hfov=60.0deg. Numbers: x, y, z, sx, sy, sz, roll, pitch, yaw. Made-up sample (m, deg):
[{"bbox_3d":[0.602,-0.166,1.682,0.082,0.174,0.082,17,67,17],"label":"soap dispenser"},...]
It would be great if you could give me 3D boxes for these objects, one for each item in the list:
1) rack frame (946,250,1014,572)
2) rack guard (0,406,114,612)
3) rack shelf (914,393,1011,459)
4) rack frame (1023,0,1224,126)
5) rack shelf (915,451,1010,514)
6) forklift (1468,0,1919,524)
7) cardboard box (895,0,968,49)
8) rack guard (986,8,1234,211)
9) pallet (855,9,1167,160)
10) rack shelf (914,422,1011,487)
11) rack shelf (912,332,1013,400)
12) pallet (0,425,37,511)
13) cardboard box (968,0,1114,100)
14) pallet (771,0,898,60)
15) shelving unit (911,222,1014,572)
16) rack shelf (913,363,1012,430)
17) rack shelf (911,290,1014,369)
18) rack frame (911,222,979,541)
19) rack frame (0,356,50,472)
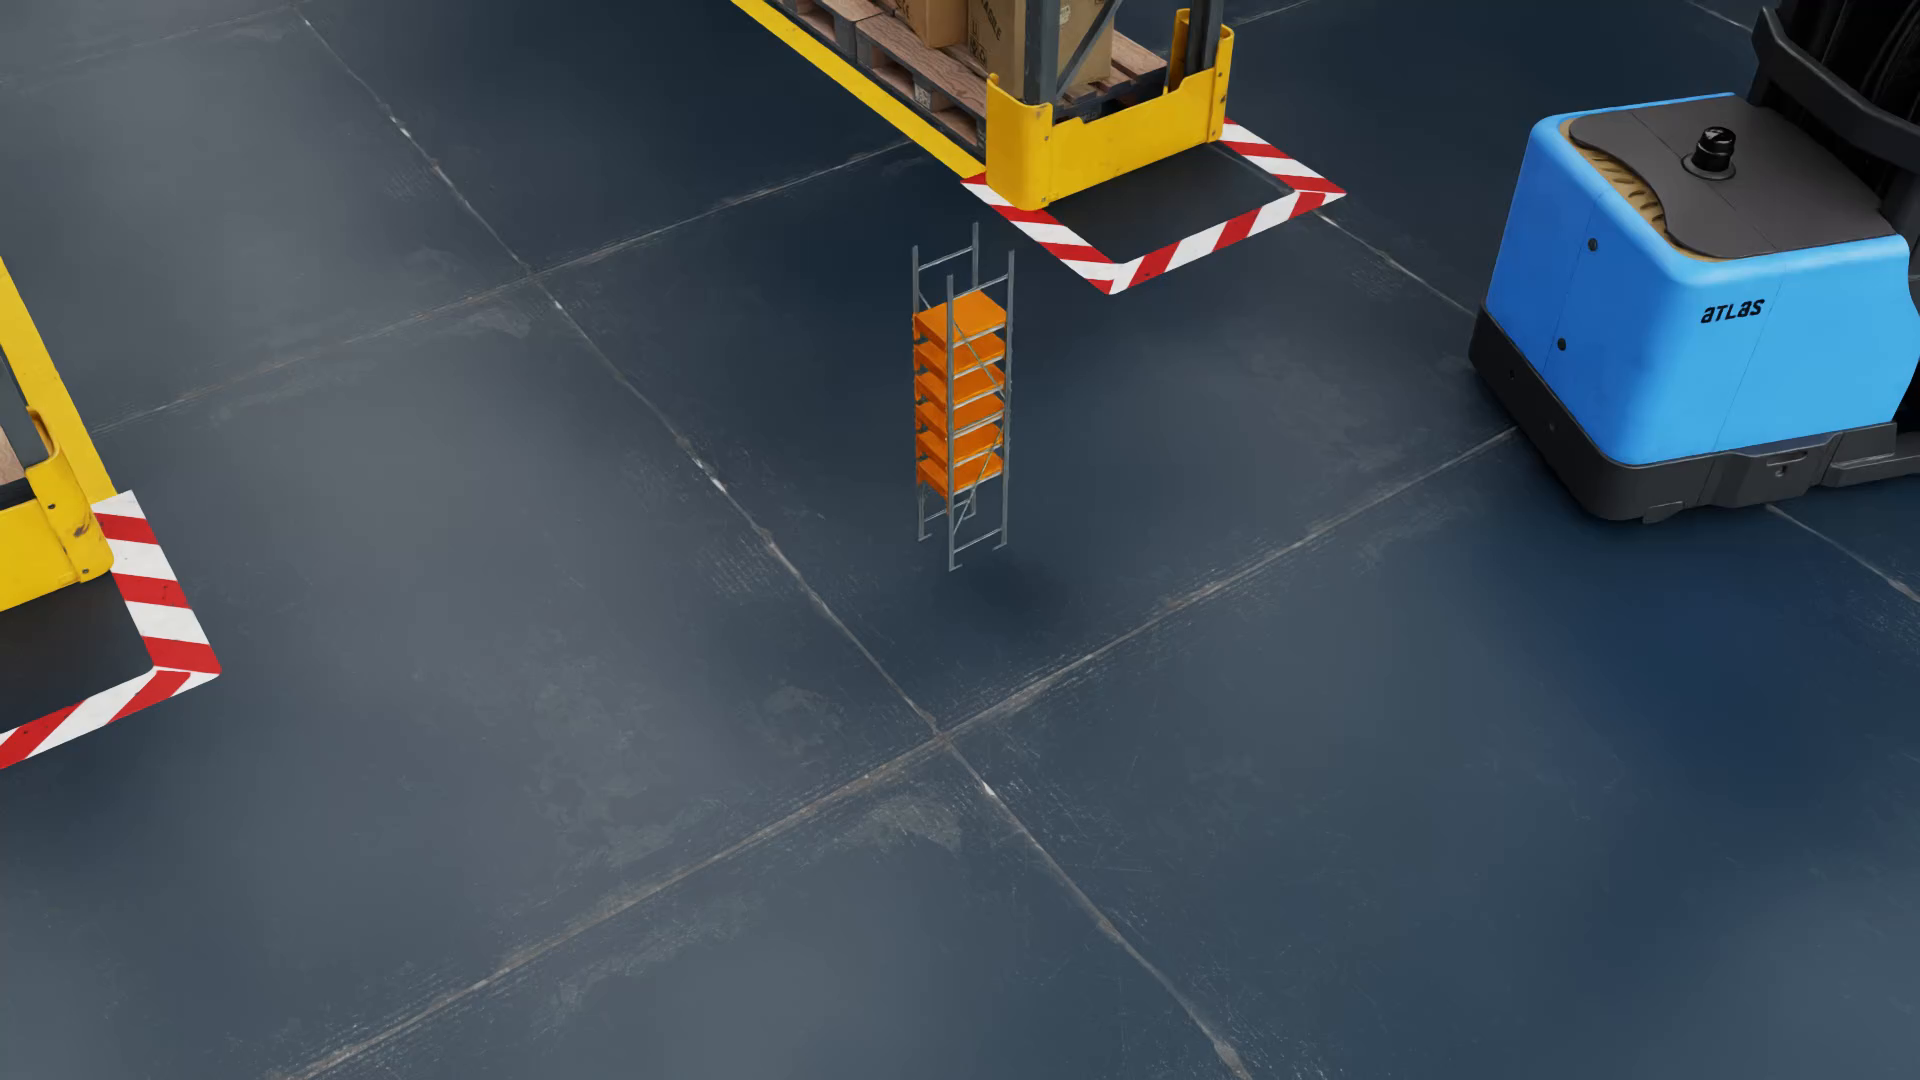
[{"bbox_3d":[0.061,-0.374,5.273,0.240,1.200,0.006,-26,49,-24],"label":"rack frame"},{"bbox_3d":[-3.435,0.049,5.337,1.175,0.500,0.348,-26,49,-24],"label":"rack guard"},{"bbox_3d":[0.008,-0.394,5.358,0.258,0.103,0.180,-26,49,-24],"label":"rack shelf"},{"bbox_3d":[0.709,-2.787,6.497,1.000,3.000,0.127,-26,49,-24],"label":"rack frame"},{"bbox_3d":[0.008,-0.220,5.524,0.258,0.103,0.180,-26,49,-24],"label":"rack shelf"},{"bbox_3d":[3.524,-1.662,5.368,3.031,2.935,1.130,-10,45,-10],"label":"forklift"},{"bbox_3d":[-0.004,-2.720,7.933,0.500,0.500,0.500,-14,45,-14],"label":"cardboard box"},{"bbox_3d":[0.666,-1.926,7.406,1.175,0.500,0.348,-26,49,-24],"label":"rack guard"},{"bbox_3d":[0.230,-2.296,8.002,1.003,0.211,1.213,-26,49,-24],"label":"pallet"},{"bbox_3d":[0.008,-0.307,5.441,0.258,0.103,0.180,-26,49,-24],"label":"rack shelf"},{"bbox_3d":[0.008,-0.567,5.192,0.258,0.103,0.180,-26,49,-24],"label":"rack shelf"},{"bbox_3d":[-3.896,-0.309,5.920,1.003,0.211,1.213,-26,49,-24],"label":"pallet"},{"bbox_3d":[0.366,-2.395,7.593,0.500,0.500,0.500,-17,46,-17],"label":"cardboard box"},{"bbox_3d":[-0.464,-2.986,8.725,1.003,0.211,1.213,-26,49,-24],"label":"pallet"},{"bbox_3d":[0.008,-0.426,5.327,0.258,1.200,0.189,-26,49,-24],"label":"shelving unit"},{"bbox_3d":[0.008,-0.480,5.275,0.258,0.103,0.180,-26,49,-24],"label":"rack shelf"},{"bbox_3d":[0.008,-0.654,5.109,0.258,0.103,0.180,-26,49,-24],"label":"rack shelf"},{"bbox_3d":[-0.044,-0.478,5.381,0.240,1.200,0.006,-26,49,-24],"label":"rack frame"},{"bbox_3d":[-3.353,-0.831,4.448,1.000,3.000,0.127,-26,49,-24],"label":"rack frame"}]
